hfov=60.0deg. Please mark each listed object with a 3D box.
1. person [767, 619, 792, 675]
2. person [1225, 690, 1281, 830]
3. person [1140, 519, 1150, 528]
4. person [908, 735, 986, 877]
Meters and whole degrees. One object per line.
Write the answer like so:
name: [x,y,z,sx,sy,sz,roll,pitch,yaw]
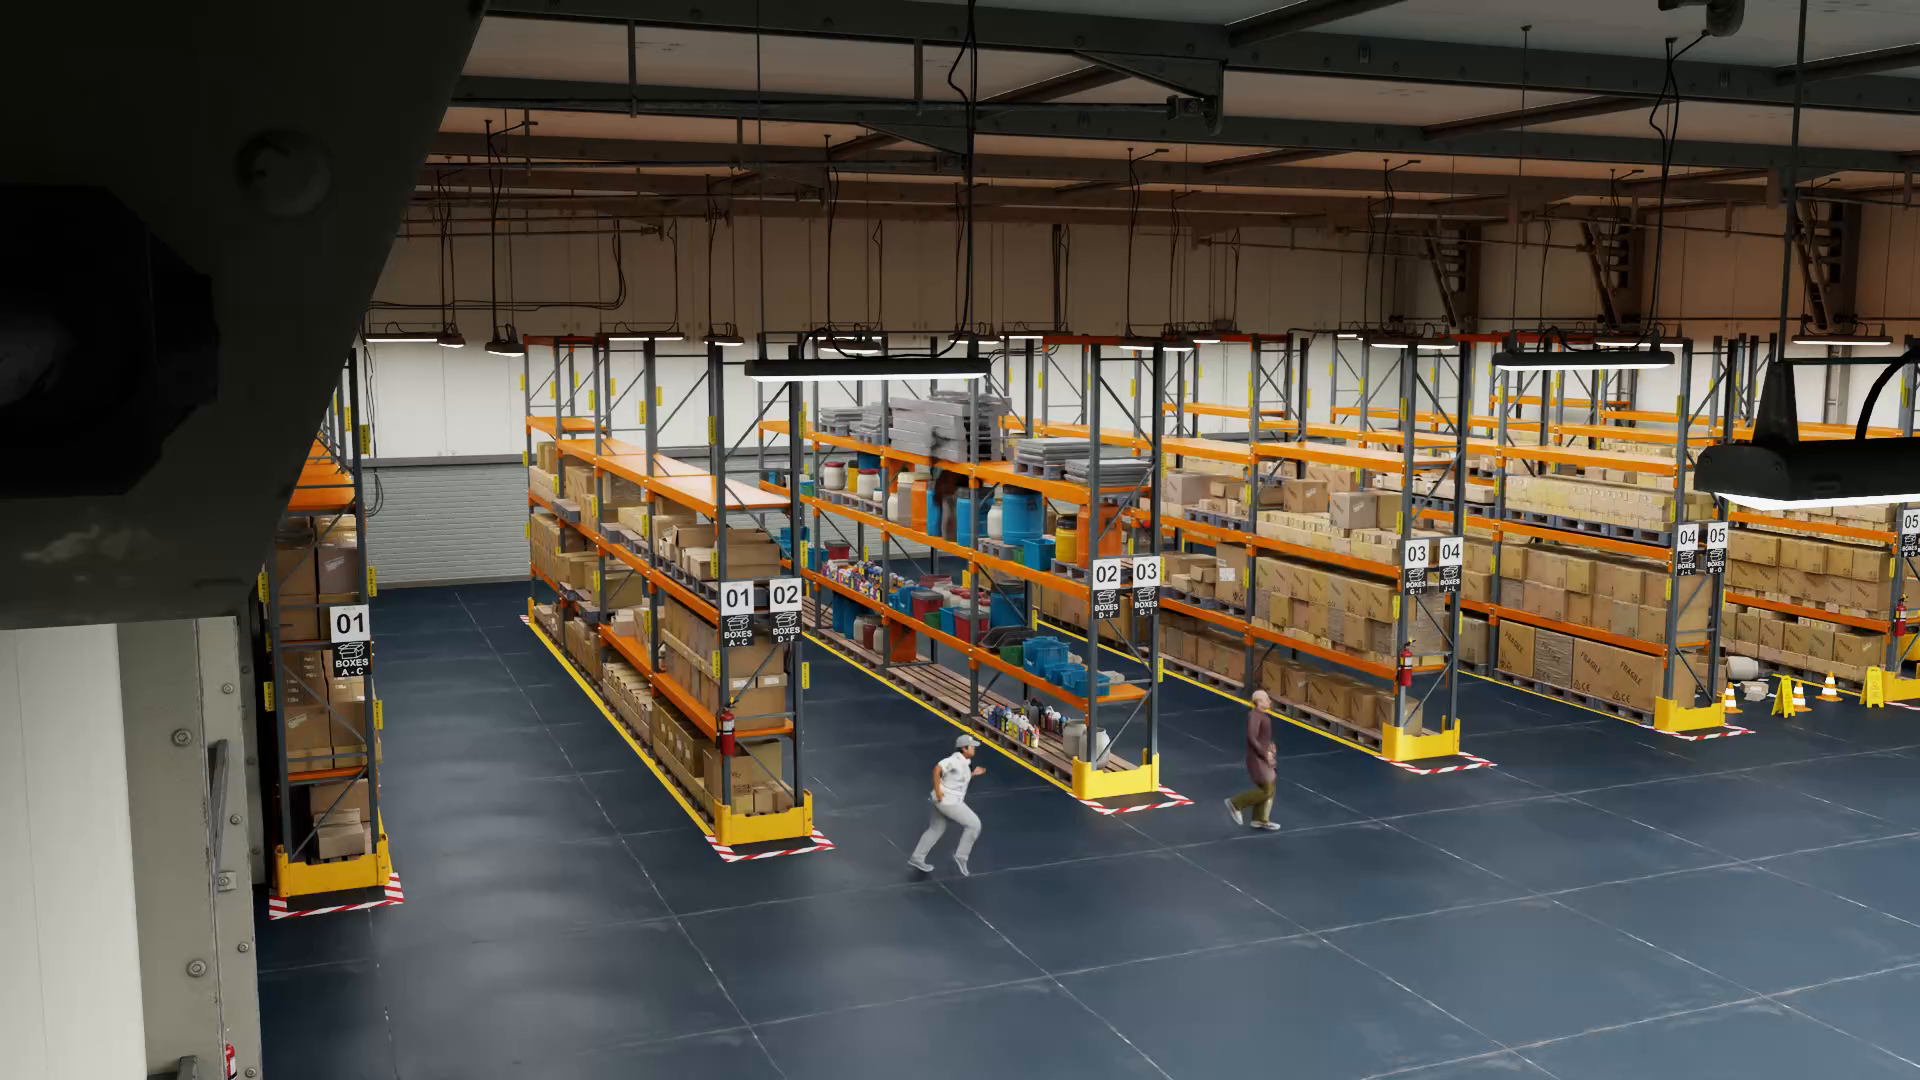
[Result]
person: [-3.142,1.570,29.654,0.658,1.676,0.583,-5,9,-31]
person: [3.658,2.730,20.701,0.696,1.758,0.737,1,8,9]
person: [4.718,-0.009,41.609,0.574,1.673,0.702,-4,9,-28]
person: [-0.148,3.023,18.941,0.895,1.639,0.596,-1,8,-5]
